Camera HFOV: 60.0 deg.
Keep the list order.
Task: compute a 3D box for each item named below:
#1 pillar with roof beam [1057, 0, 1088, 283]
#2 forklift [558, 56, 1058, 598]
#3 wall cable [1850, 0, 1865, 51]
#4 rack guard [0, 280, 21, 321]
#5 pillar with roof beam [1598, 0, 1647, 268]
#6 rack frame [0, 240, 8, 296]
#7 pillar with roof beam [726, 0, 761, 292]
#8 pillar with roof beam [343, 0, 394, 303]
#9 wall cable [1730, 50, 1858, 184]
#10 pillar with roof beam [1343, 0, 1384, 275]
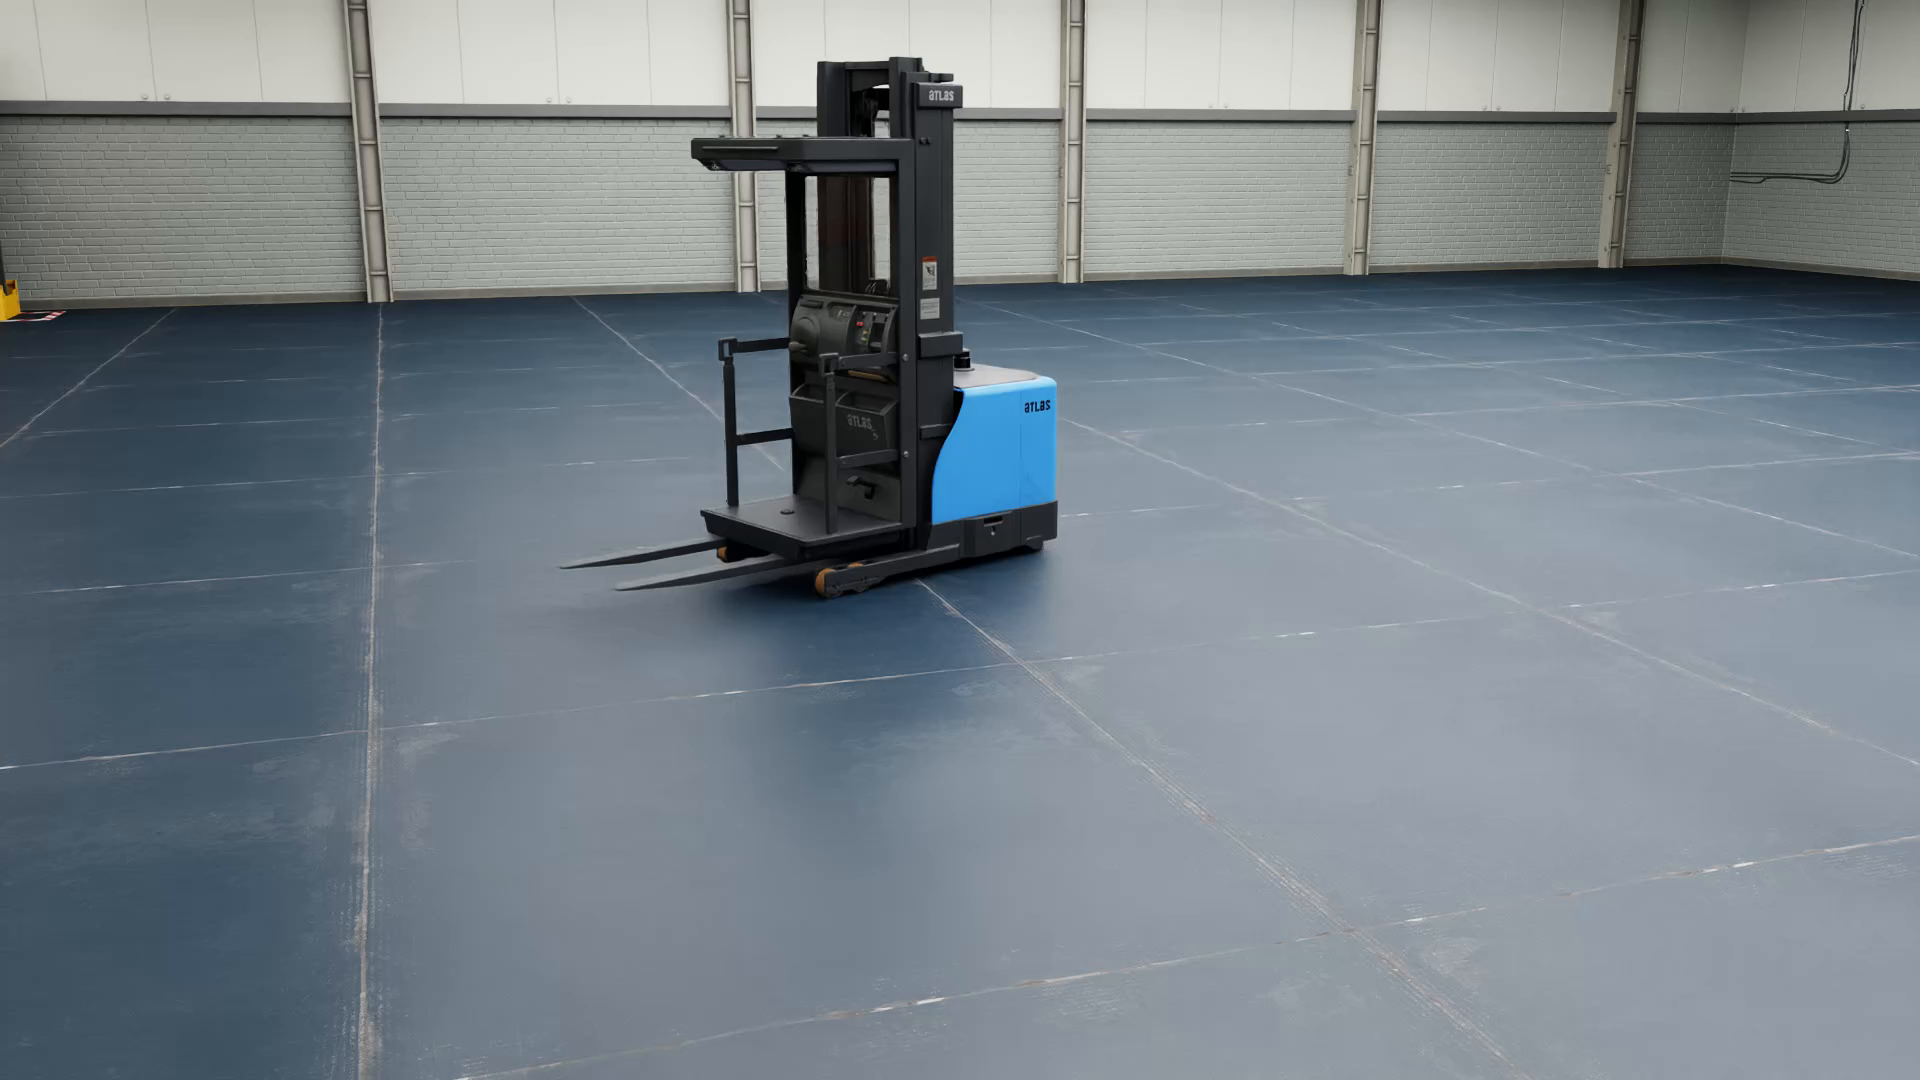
[{"bbox_3d":[3.397,-8.172,25.553,0.400,9.000,9.100,-4,14,-18],"label":"pillar with roof beam"},{"bbox_3d":[-0.835,-1.238,9.514,3.031,2.935,1.130,-11,17,-39],"label":"forklift"},{"bbox_3d":[17.474,-10.282,30.221,0.112,2.526,3.097,-4,14,-18],"label":"wall cable"},{"bbox_3d":[-14.066,-3.509,24.313,0.348,0.500,1.175,-4,14,-18],"label":"rack guard"},{"bbox_3d":[14.771,-9.058,29.276,0.400,9.000,9.100,-4,14,-18],"label":"pillar with roof beam"},{"bbox_3d":[-14.088,-4.723,24.016,0.127,3.000,1.000,-4,14,-18],"label":"rack frame"},{"bbox_3d":[-2.289,-7.729,23.691,0.400,9.000,9.100,-4,14,-18],"label":"pillar with roof beam"},{"bbox_3d":[-7.976,-7.286,21.829,0.400,9.000,9.100,-4,14,-18],"label":"pillar with roof beam"},{"bbox_3d":[16.611,-8.419,33.300,0.112,2.526,3.097,-4,14,-18],"label":"wall cable"},{"bbox_3d":[9.084,-8.615,27.414,0.400,9.000,9.100,-4,14,-18],"label":"pillar with roof beam"}]
